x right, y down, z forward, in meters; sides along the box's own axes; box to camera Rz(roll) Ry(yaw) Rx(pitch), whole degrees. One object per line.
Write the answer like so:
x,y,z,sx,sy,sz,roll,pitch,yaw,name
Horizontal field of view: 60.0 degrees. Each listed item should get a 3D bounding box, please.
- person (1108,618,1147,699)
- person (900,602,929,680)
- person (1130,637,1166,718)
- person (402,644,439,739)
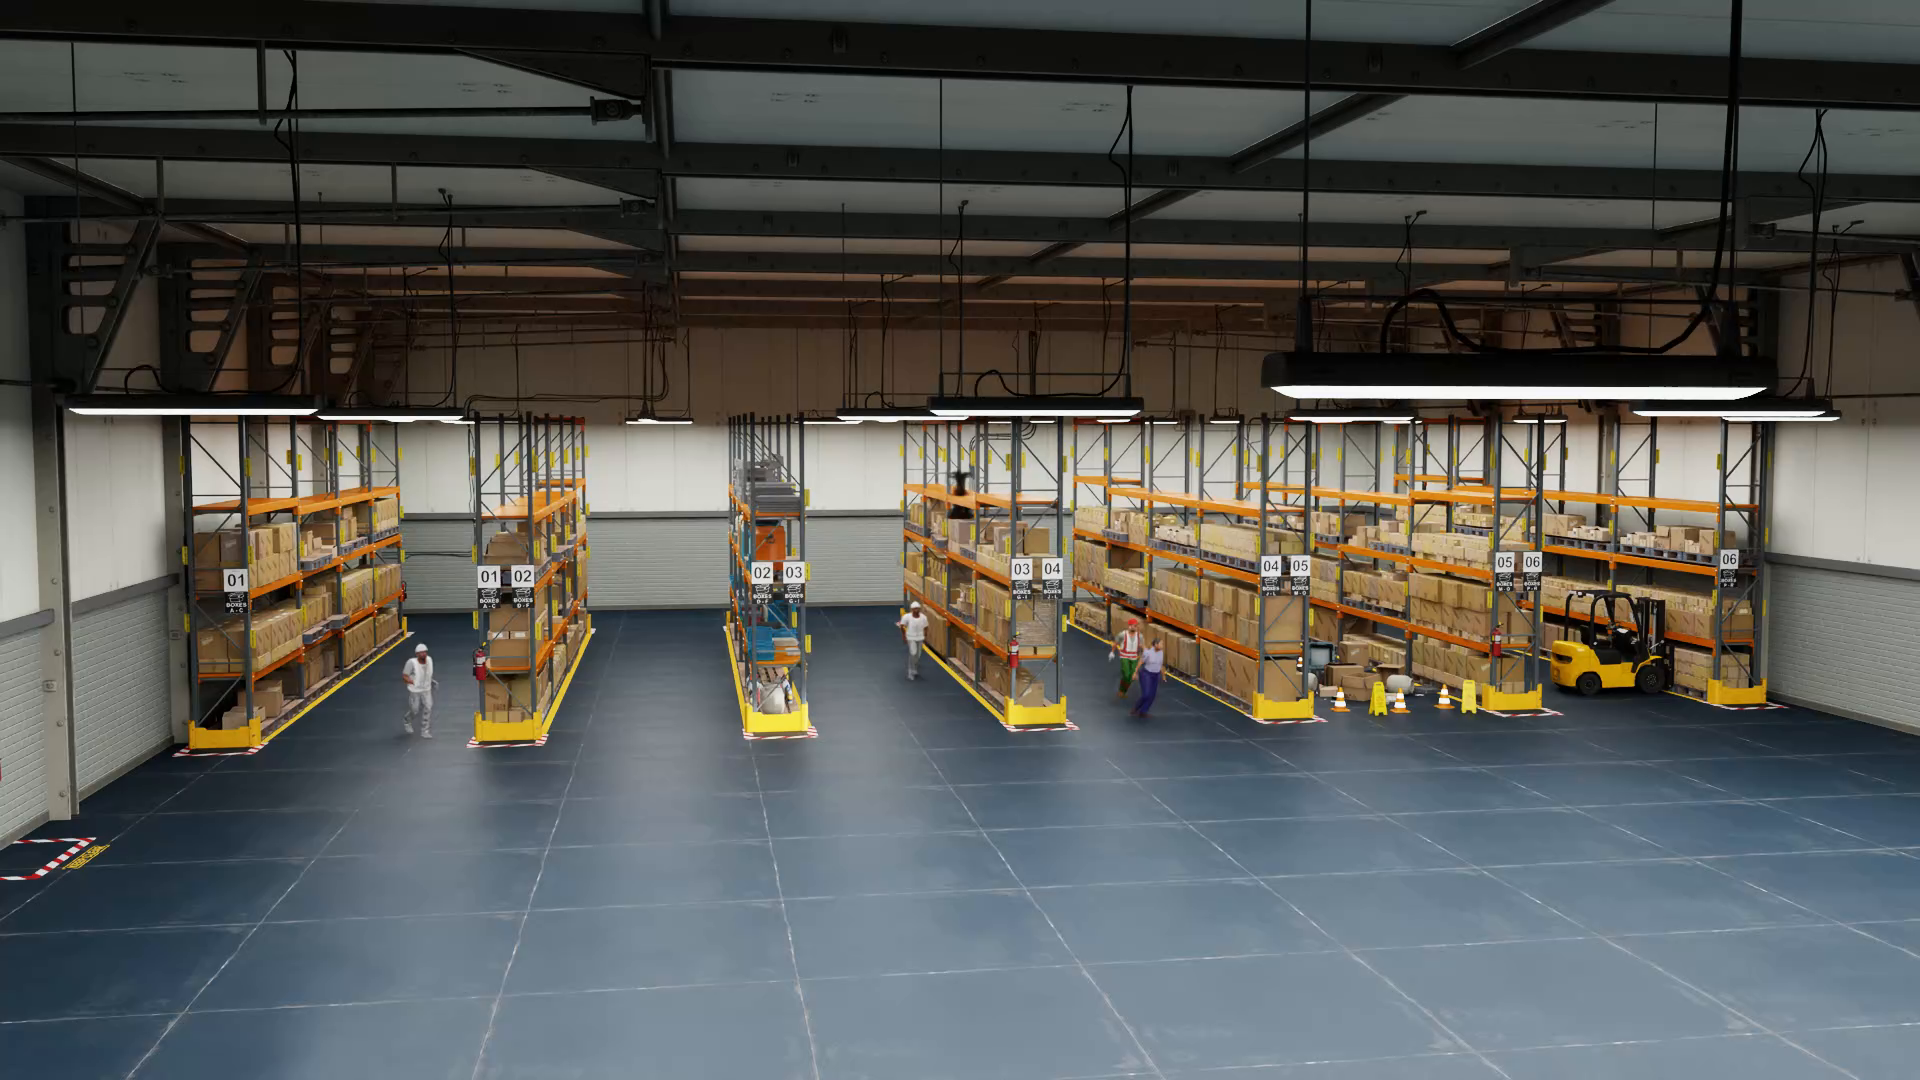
3.553,2.484,34.650,0.667,1.723,0.763,-1,4,-20,person
-1.012,2.296,37.839,0.615,1.801,0.822,-1,4,-20,person
3.706,2.704,32.714,0.649,1.609,0.535,-3,5,-36,person
-10.010,2.769,30.680,0.689,1.742,0.900,-4,5,-43,person
